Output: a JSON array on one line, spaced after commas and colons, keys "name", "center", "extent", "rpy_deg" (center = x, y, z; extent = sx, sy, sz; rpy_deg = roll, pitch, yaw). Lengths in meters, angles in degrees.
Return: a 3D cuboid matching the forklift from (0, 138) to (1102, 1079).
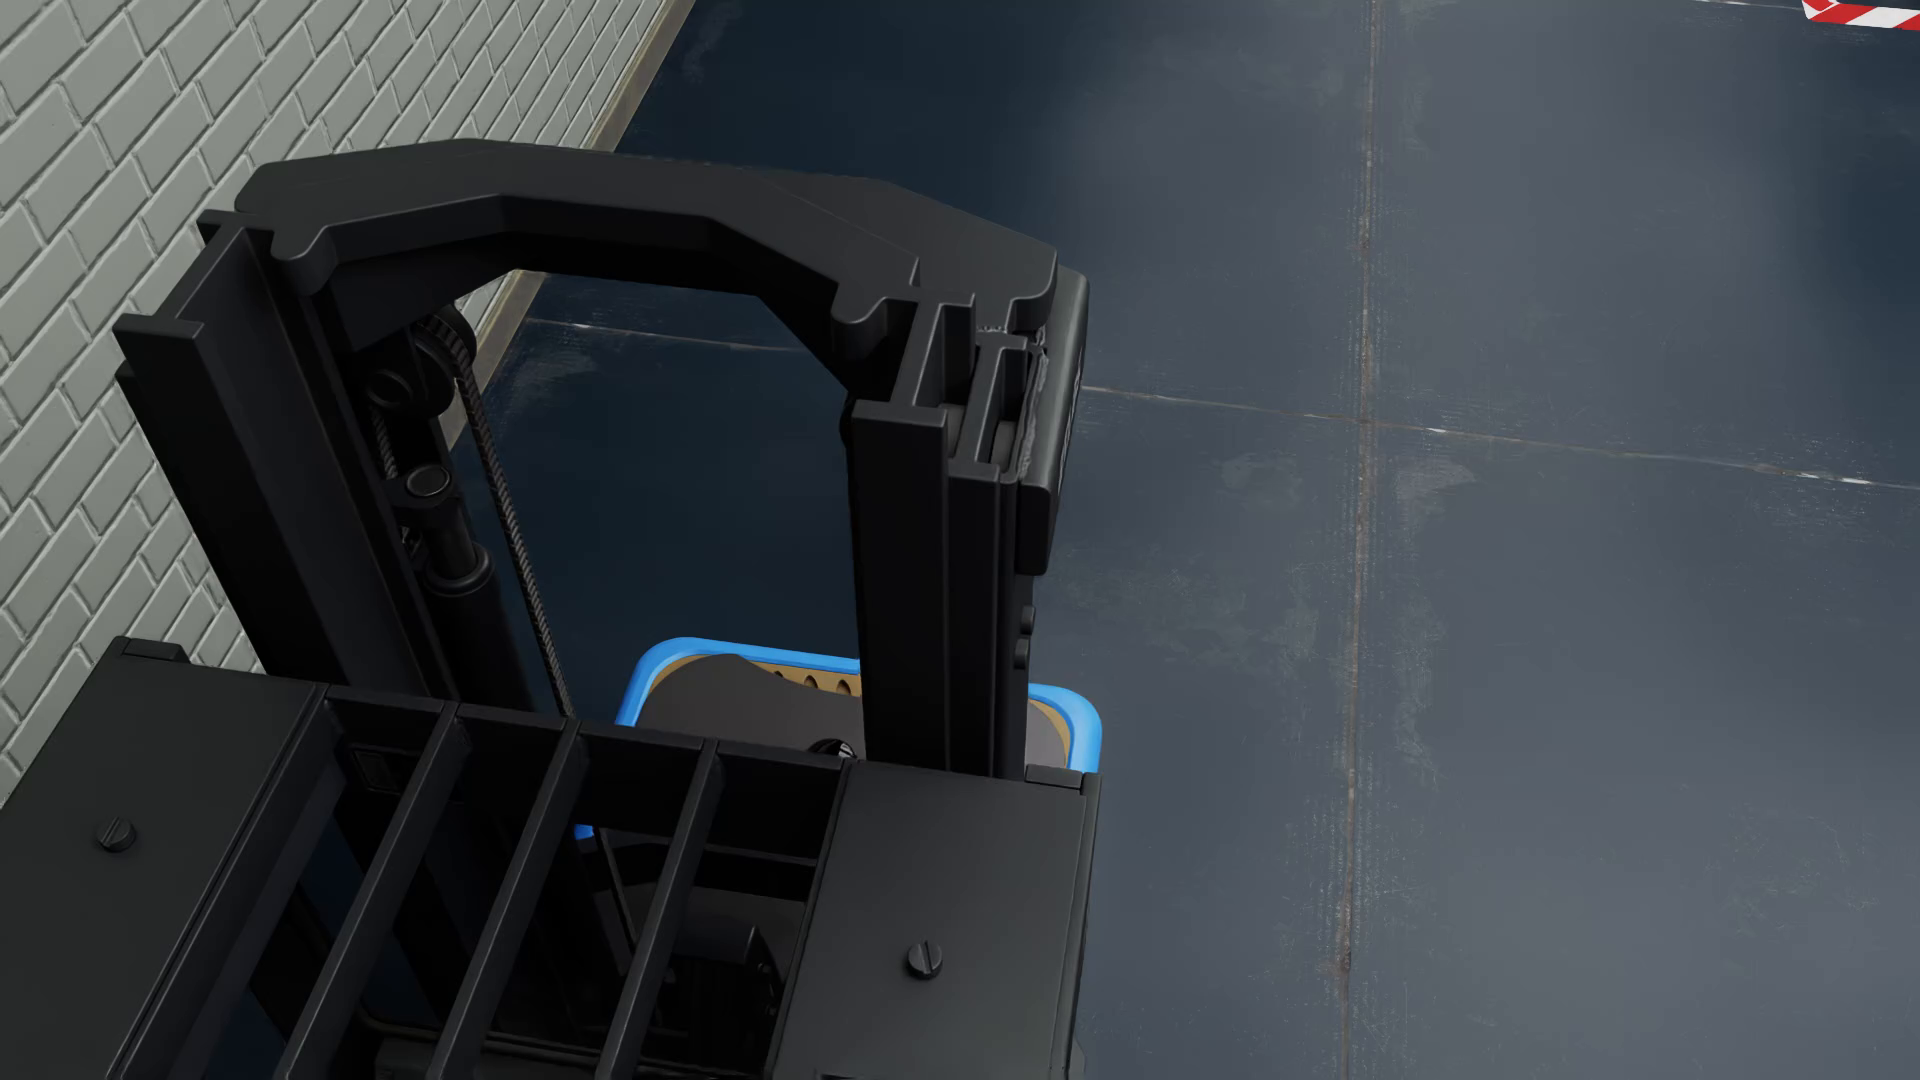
[{"name": "forklift", "center": [-0.439, 1.082, 2.308], "extent": [1.130, 2.935, 3.031], "rpy_deg": [7, 48, 6]}]
